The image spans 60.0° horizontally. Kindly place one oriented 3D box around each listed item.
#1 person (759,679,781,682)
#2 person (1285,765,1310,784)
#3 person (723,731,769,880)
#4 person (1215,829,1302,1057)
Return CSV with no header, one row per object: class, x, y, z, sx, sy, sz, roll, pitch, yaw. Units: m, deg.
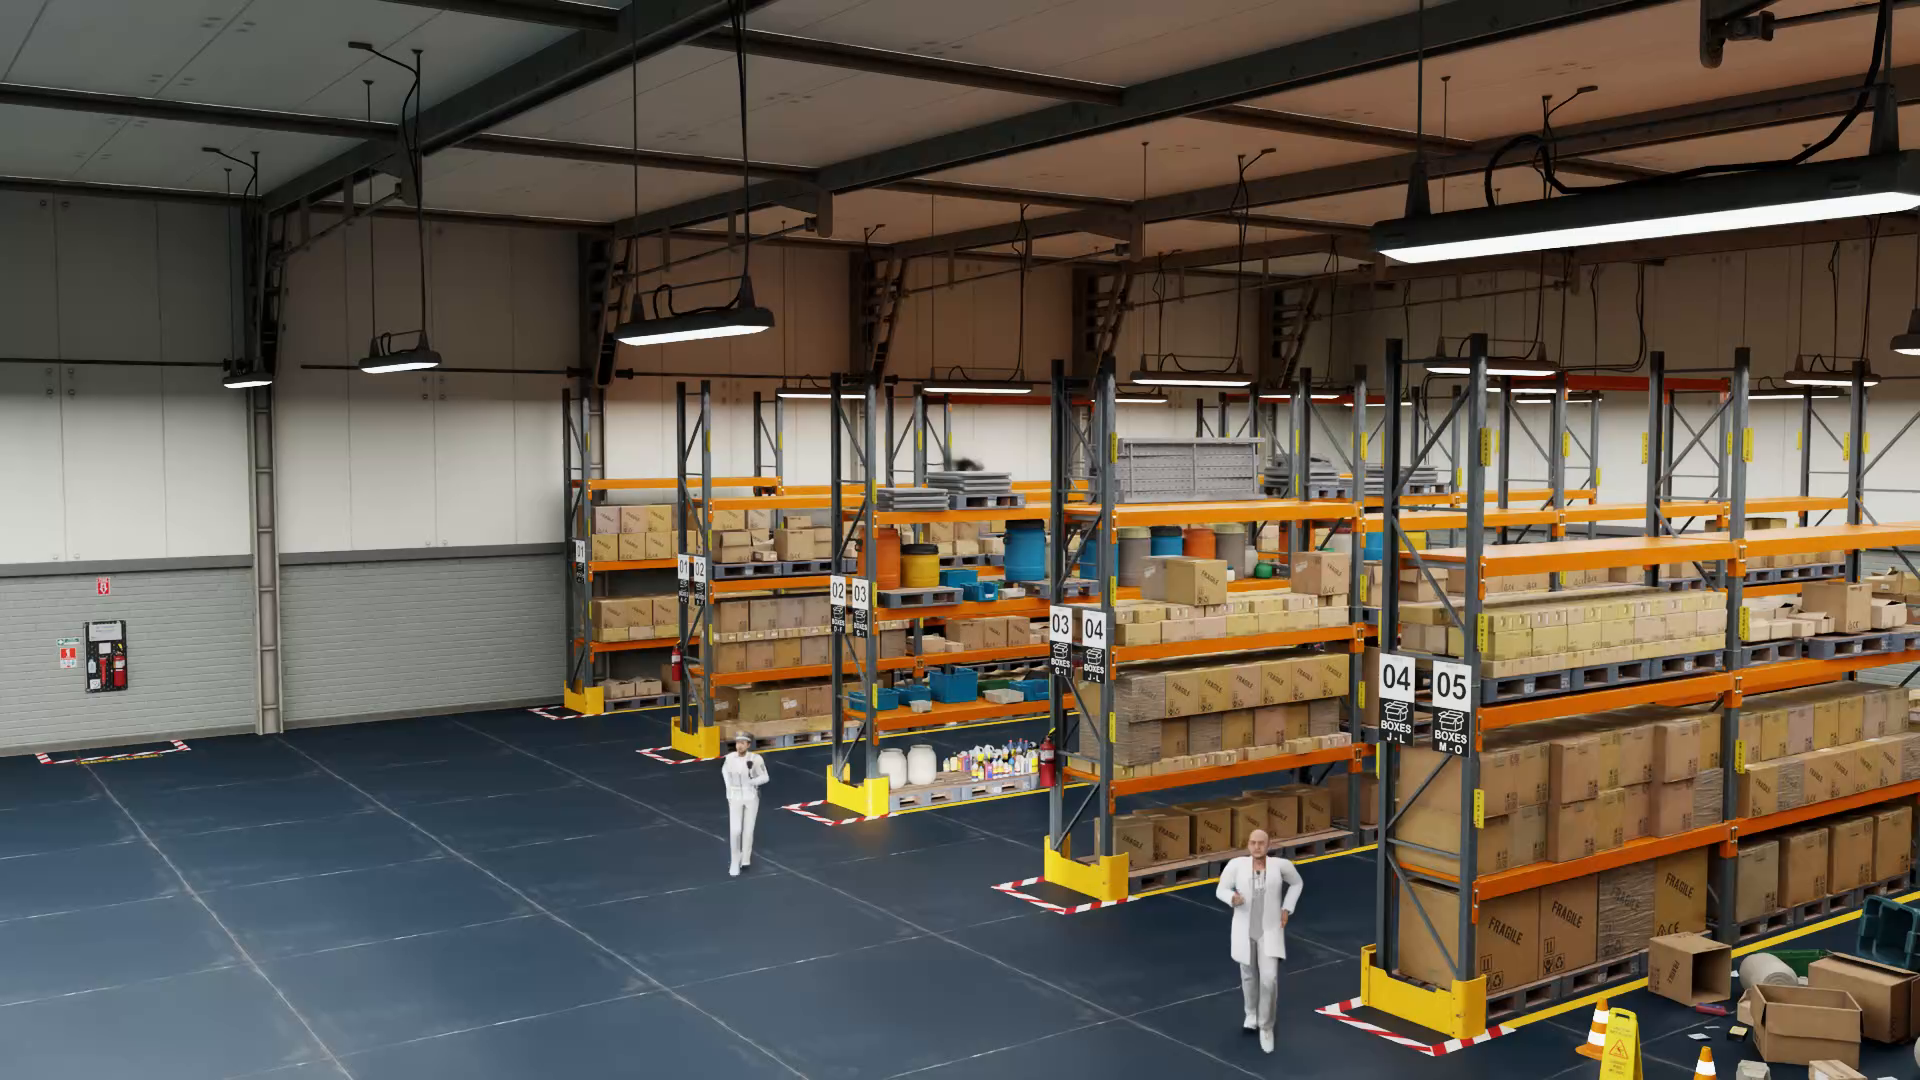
person,-3.342,2.375,30.010,0.590,1.705,0.856,4,5,44
person,4.732,2.904,23.050,0.524,1.556,0.517,-3,5,-42
person,-2.515,3.086,19.480,0.579,1.758,0.735,0,4,-1
person,2.514,3.364,14.100,0.701,1.837,0.798,1,4,19
